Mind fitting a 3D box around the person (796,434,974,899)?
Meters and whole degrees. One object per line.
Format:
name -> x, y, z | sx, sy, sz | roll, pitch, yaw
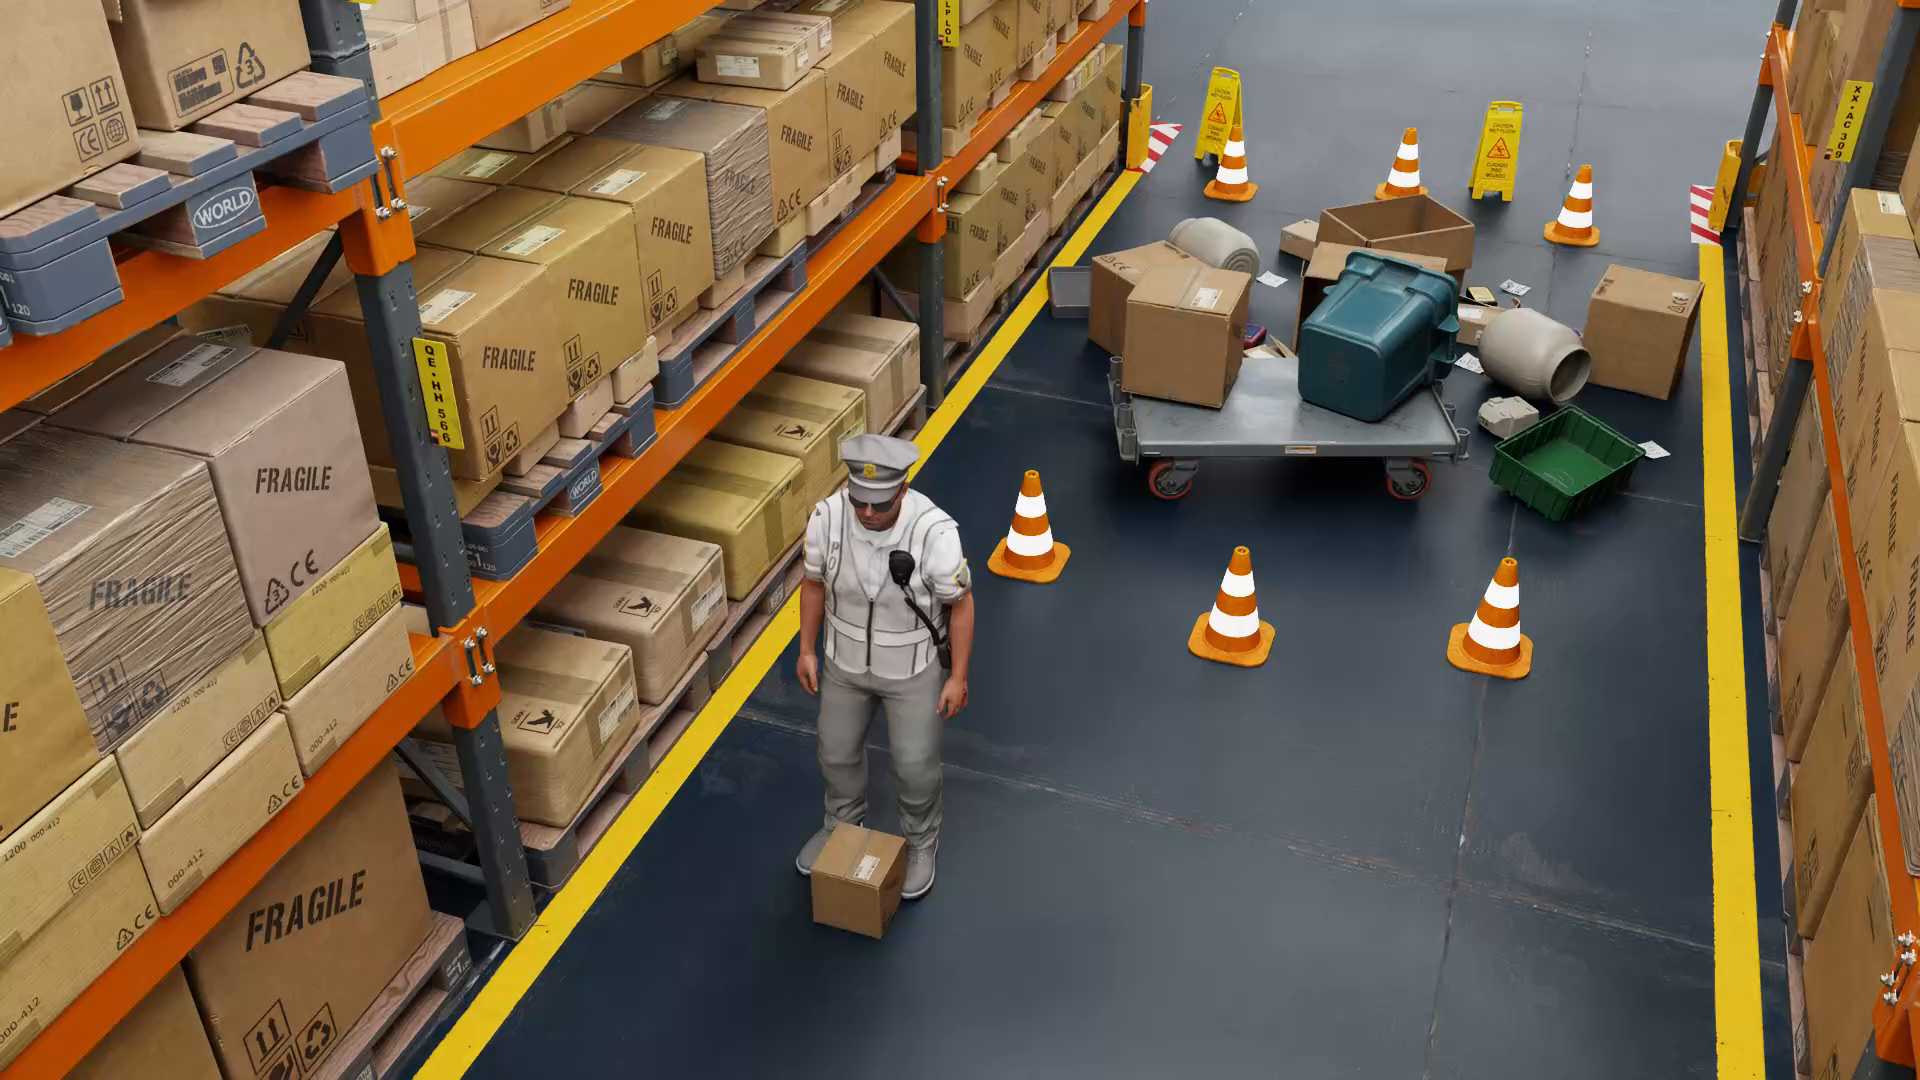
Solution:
person -> -0.252, 0.400, 5.526 | 0.606, 1.738, 0.434 | 9, 34, 14
